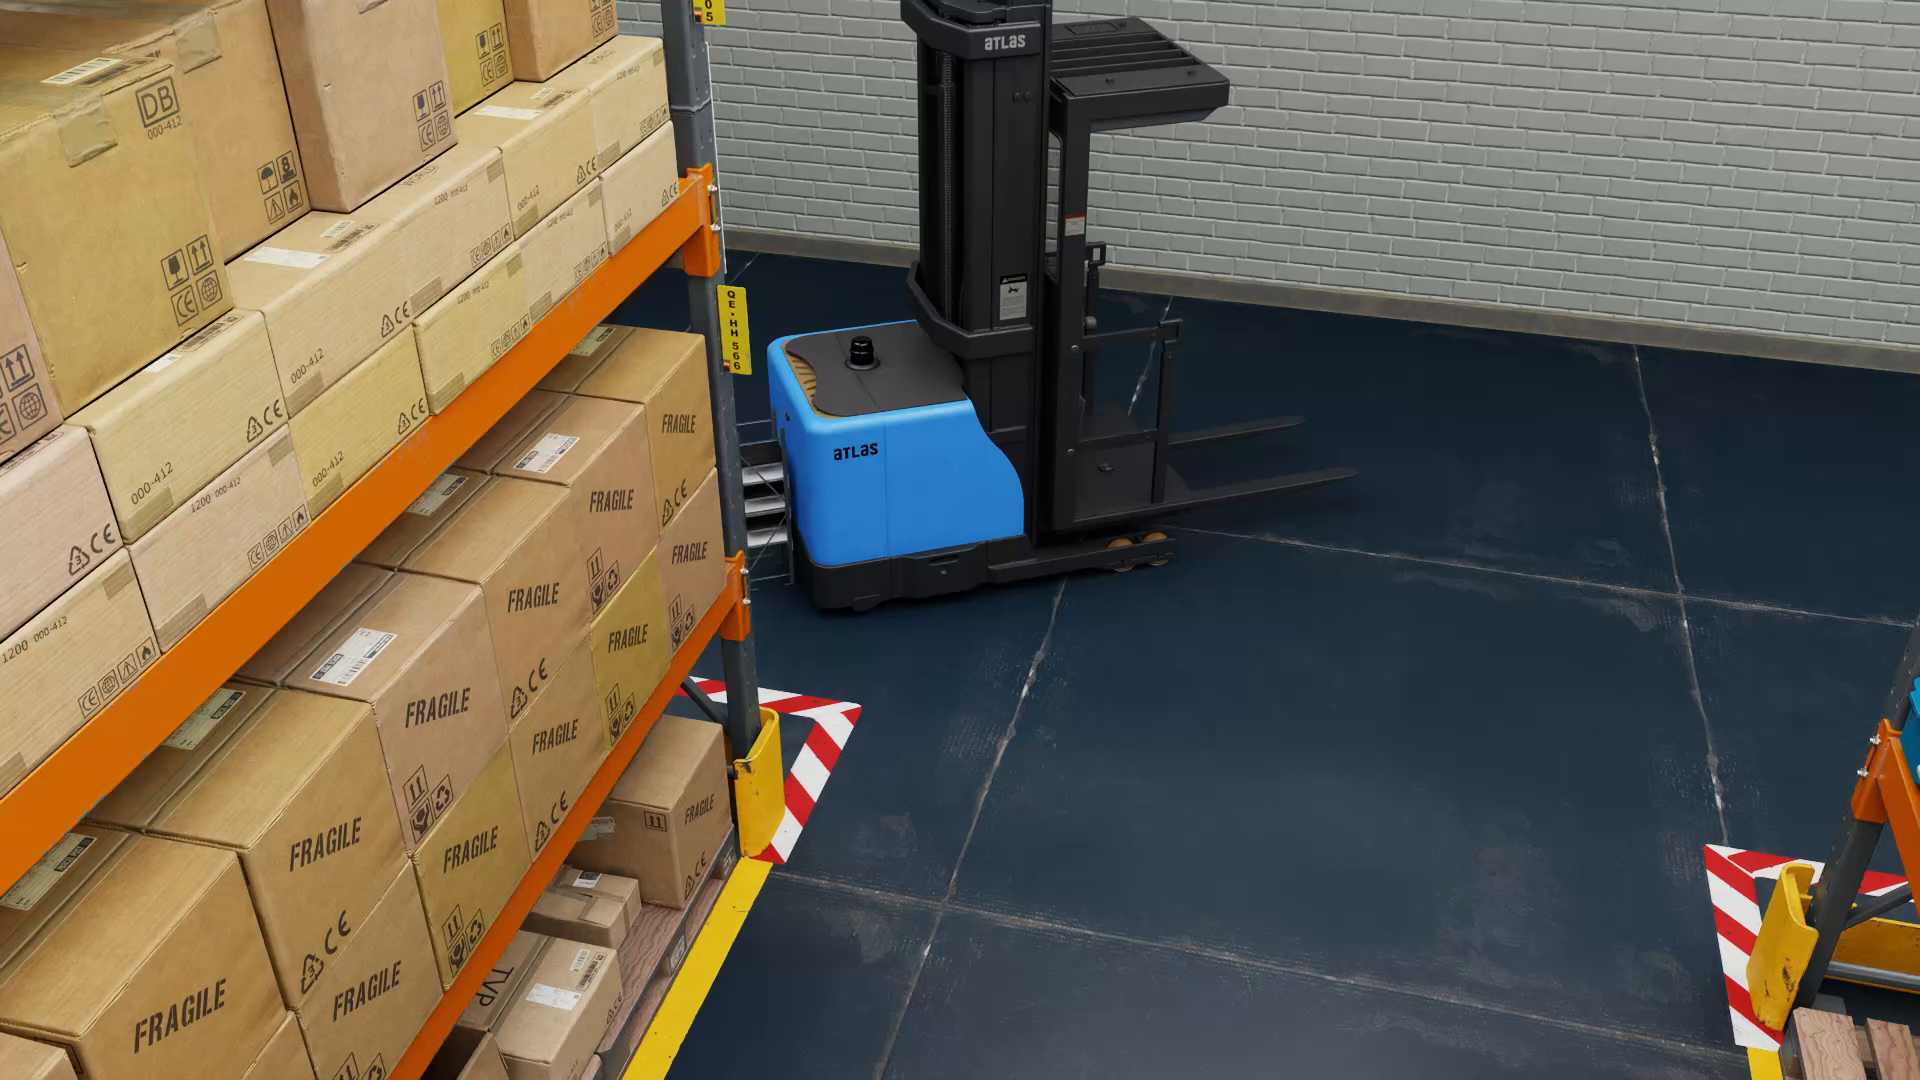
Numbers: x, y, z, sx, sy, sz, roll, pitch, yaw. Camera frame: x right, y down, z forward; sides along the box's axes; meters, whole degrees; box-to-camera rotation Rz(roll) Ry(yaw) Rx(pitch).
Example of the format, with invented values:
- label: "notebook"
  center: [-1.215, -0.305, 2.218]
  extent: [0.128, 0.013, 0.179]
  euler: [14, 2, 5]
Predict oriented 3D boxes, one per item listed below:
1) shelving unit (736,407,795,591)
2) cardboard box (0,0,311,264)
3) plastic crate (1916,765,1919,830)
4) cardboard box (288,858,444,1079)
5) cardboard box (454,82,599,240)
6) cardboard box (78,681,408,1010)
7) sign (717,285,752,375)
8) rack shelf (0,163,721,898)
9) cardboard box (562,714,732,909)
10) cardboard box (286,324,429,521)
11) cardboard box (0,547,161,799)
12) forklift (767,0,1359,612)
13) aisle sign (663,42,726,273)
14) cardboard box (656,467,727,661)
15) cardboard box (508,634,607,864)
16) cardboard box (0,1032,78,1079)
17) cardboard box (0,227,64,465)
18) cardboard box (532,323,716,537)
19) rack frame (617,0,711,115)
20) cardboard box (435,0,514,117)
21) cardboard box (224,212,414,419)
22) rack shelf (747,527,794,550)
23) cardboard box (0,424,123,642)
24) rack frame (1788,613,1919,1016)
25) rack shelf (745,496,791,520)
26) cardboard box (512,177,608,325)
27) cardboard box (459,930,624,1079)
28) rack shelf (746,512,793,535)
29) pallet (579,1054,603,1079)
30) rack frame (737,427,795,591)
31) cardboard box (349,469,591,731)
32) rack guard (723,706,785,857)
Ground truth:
- label: "shelving unit"
  center: [-0.981, -0.192, 8.214]
  extent: [0.258, 0.900, 0.210]
  euler: [-9, 34, -15]
- label: "cardboard box"
  center: [-1.870, -0.876, 3.510]
  extent: [0.700, 0.500, 0.500]
  euler: [8, 33, 12]
- label: "plastic crate"
  center: [2.942, 0.818, 4.858]
  extent: [0.250, 0.136, 0.298]
  euler: [8, 33, 12]
- label: "cardboard box"
  center: [-1.672, 1.098, 4.134]
  extent: [0.500, 0.500, 0.500]
  euler: [8, 33, 12]
- label: "cardboard box"
  center: [-1.316, -1.036, 4.461]
  extent: [0.500, 0.250, 0.500]
  euler: [8, 33, 12]
- label: "cardboard box"
  center: [-1.668, 0.688, 3.847]
  extent: [0.500, 0.500, 0.500]
  euler: [7, 33, 11]
- label: "sign"
  center: [-0.774, -0.719, 5.711]
  extent: [0.100, 0.325, 0.005]
  euler: [8, 33, 12]
- label: "rack shelf"
  center: [-1.814, -0.107, 3.998]
  extent: [1.077, 0.370, 4.000]
  euler: [8, 33, 12]
- label: "cardboard box"
  center: [-1.206, 1.002, 6.298]
  extent: [0.500, 0.500, 0.500]
  euler: [8, 33, 12]
- label: "cardboard box"
  center: [-1.576, -0.307, 3.780]
  extent: [0.500, 0.250, 0.500]
  euler: [8, 33, 12]
- label: "cardboard box"
  center: [-1.828, 0.213, 2.964]
  extent: [0.500, 0.250, 0.500]
  euler: [8, 33, 12]
- label: "forklift"
  center: [0.594, -1.336, 8.120]
  extent: [3.031, 2.935, 1.130]
  euler: [-9, 34, -15]
- label: "aisle sign"
  center: [-0.992, -1.274, 5.535]
  extent: [0.394, 0.787, 0.004]
  euler: [8, 33, 12]
- label: "cardboard box"
  center: [-1.156, 0.044, 5.791]
  extent: [0.500, 0.500, 0.500]
  euler: [9, 34, 14]
- label: "cardboard box"
  center: [-1.417, 0.572, 4.961]
  extent: [0.500, 0.500, 0.500]
  euler: [8, 33, 13]
- label: "cardboard box"
  center: [-1.929, 1.222, 3.006]
  extent: [0.500, 0.500, 0.500]
  euler: [9, 34, 14]
- label: "cardboard box"
  center: [-1.971, -0.335, 2.660]
  extent: [0.700, 0.500, 0.500]
  euler: [8, 33, 12]
- label: "cardboard box"
  center: [-1.153, -0.379, 5.525]
  extent: [0.500, 0.500, 0.500]
  euler: [8, 33, 12]
- label: "rack frame"
  center: [-1.306, -2.715, 4.633]
  extent: [1.000, 3.000, 0.127]
  euler: [8, 33, 12]
- label: "cardboard box"
  center: [-1.629, -1.396, 4.329]
  extent: [0.700, 0.500, 0.500]
  euler: [8, 33, 12]
- label: "cardboard box"
  center: [-1.567, -0.516, 3.644]
  extent: [0.500, 0.250, 0.500]
  euler: [8, 33, 12]
- label: "rack shelf"
  center: [-0.981, -0.012, 8.328]
  extent: [0.258, 0.077, 0.200]
  euler: [-9, 34, -15]
- label: "cardboard box"
  center: [-1.832, 0.001, 2.831]
  extent: [0.500, 0.250, 0.500]
  euler: [8, 33, 12]
- label: "rack frame"
  center: [3.484, 0.493, 5.178]
  extent: [1.000, 3.000, 0.127]
  euler: [8, 33, 12]
- label: "rack shelf"
  center: [-0.981, -0.164, 8.232]
  extent: [0.258, 0.077, 0.200]
  euler: [-9, 34, -15]
- label: "cardboard box"
  center: [-1.319, -0.825, 4.596]
  extent: [0.500, 0.250, 0.500]
  euler: [8, 33, 12]
- label: "cardboard box"
  center: [-1.476, 1.596, 5.596]
  extent: [0.500, 0.250, 0.500]
  euler: [8, 33, 12]
- label: "rack shelf"
  center: [-0.981, -0.088, 8.280]
  extent: [0.258, 0.077, 0.200]
  euler: [-9, 34, -15]
- label: "pallet"
  center: [-1.838, 2.078, 5.284]
  extent: [1.003, 0.211, 1.213]
  euler: [8, 33, 12]
- label: "rack frame"
  center: [-0.951, -0.140, 8.132]
  extent: [0.240, 0.900, 0.006]
  euler: [-9, 34, -15]
- label: "cardboard box"
  center: [-1.407, 0.153, 4.688]
  extent: [0.500, 0.500, 0.500]
  euler: [9, 34, 14]
- label: "rack guard"
  center: [-1.325, 0.911, 6.851]
  extent: [1.175, 0.500, 0.348]
  euler: [8, 33, 12]
